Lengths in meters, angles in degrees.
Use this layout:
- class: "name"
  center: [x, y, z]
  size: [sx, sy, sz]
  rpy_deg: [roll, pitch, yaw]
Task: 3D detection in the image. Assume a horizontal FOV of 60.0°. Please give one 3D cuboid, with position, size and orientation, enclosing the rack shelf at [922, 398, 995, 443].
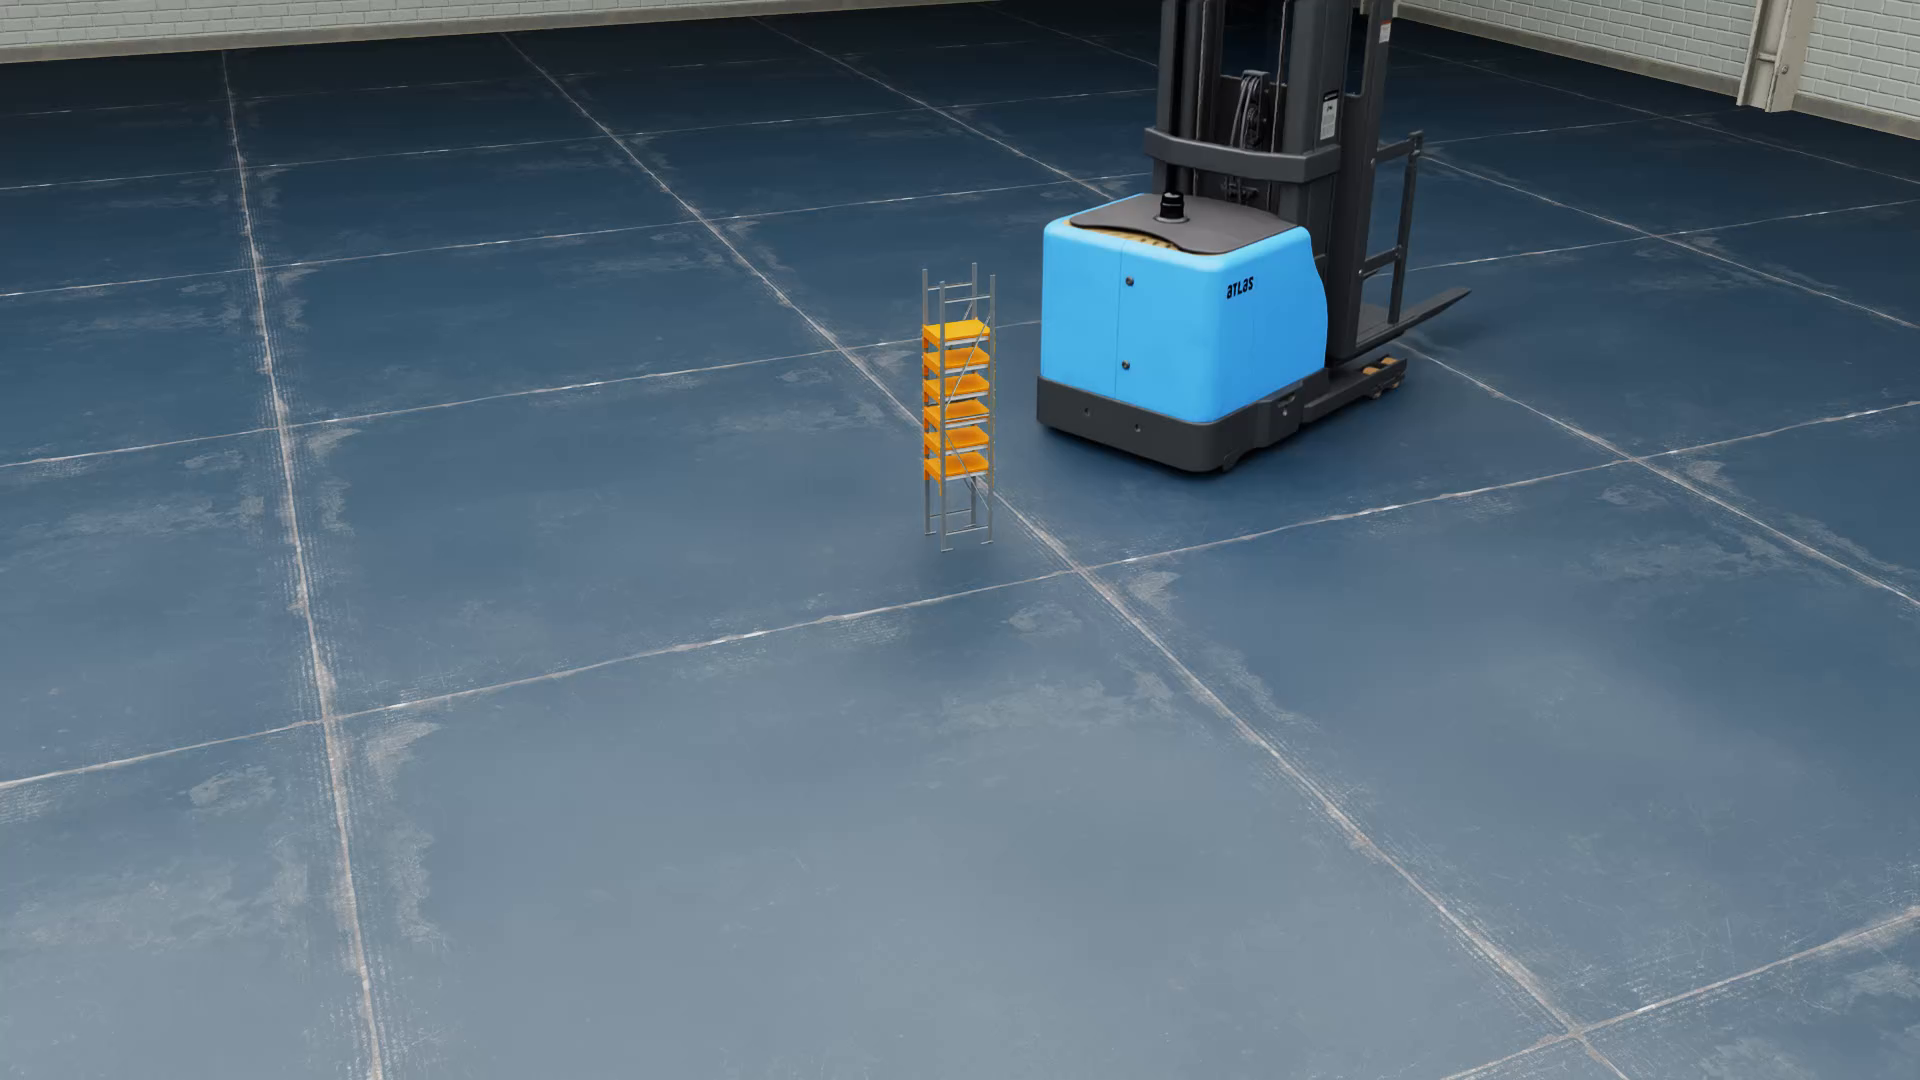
- class: "rack shelf"
  center: [-0.006, -0.505, 7.018]
  size: [0.258, 0.103, 0.180]
  rpy_deg: [-11, 28, -21]

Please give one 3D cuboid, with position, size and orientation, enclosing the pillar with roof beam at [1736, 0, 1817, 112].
- class: "pillar with roof beam"
  center: [3.555, -7.349, 12.045]
  size: [9.100, 9.000, 0.400]
  rpy_deg: [-11, 28, -21]

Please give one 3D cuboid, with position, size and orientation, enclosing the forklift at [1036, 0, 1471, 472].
- class: "forklift"
  center: [1.742, -2.196, 8.408]
  size: [1.130, 2.935, 3.031]
  rpy_deg: [22, 33, 37]

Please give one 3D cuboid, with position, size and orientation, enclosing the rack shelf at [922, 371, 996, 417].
- class: "rack shelf"
  center: [-0.006, -0.613, 6.966]
  size: [0.258, 0.103, 0.180]
  rpy_deg: [-11, 28, -21]

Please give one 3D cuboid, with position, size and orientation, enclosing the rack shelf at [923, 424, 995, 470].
- class: "rack shelf"
  center: [-0.006, -0.397, 7.071]
  size: [0.258, 0.103, 0.180]
  rpy_deg: [-11, 28, -21]

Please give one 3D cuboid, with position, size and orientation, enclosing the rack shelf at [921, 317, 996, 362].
- class: "rack shelf"
  center: [-0.006, -0.829, 6.860]
  size: [0.258, 0.103, 0.180]
  rpy_deg: [-11, 28, -21]

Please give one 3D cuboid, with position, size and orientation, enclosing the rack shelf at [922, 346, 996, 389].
- class: "rack shelf"
  center: [-0.006, -0.721, 6.913]
  size: [0.258, 0.103, 0.180]
  rpy_deg: [-11, 28, -21]

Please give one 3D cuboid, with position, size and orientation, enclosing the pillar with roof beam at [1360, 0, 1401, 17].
- class: "pillar with roof beam"
  center: [1.206, -9.771, 17.006]
  size: [9.100, 9.000, 0.400]
  rpy_deg: [-11, 28, -21]

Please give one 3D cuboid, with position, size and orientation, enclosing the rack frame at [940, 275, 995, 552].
- class: "rack frame"
  center: [0.030, -0.508, 6.923]
  size: [0.240, 1.200, 0.006]
  rpy_deg: [-11, 28, -21]

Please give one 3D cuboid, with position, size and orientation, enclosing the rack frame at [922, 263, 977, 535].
- class: "rack frame"
  center: [-0.042, -0.582, 7.074]
  size: [0.240, 1.200, 0.006]
  rpy_deg: [-11, 28, -21]

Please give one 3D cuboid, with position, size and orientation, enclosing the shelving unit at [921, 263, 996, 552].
- class: "shelving unit"
  center: [-0.006, -0.545, 6.999]
  size: [0.258, 1.200, 0.189]
  rpy_deg: [-11, 28, -21]

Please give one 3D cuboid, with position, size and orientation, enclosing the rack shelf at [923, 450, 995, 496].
- class: "rack shelf"
  center: [-0.006, -0.289, 7.124]
  size: [0.258, 0.103, 0.180]
  rpy_deg: [-11, 28, -21]
